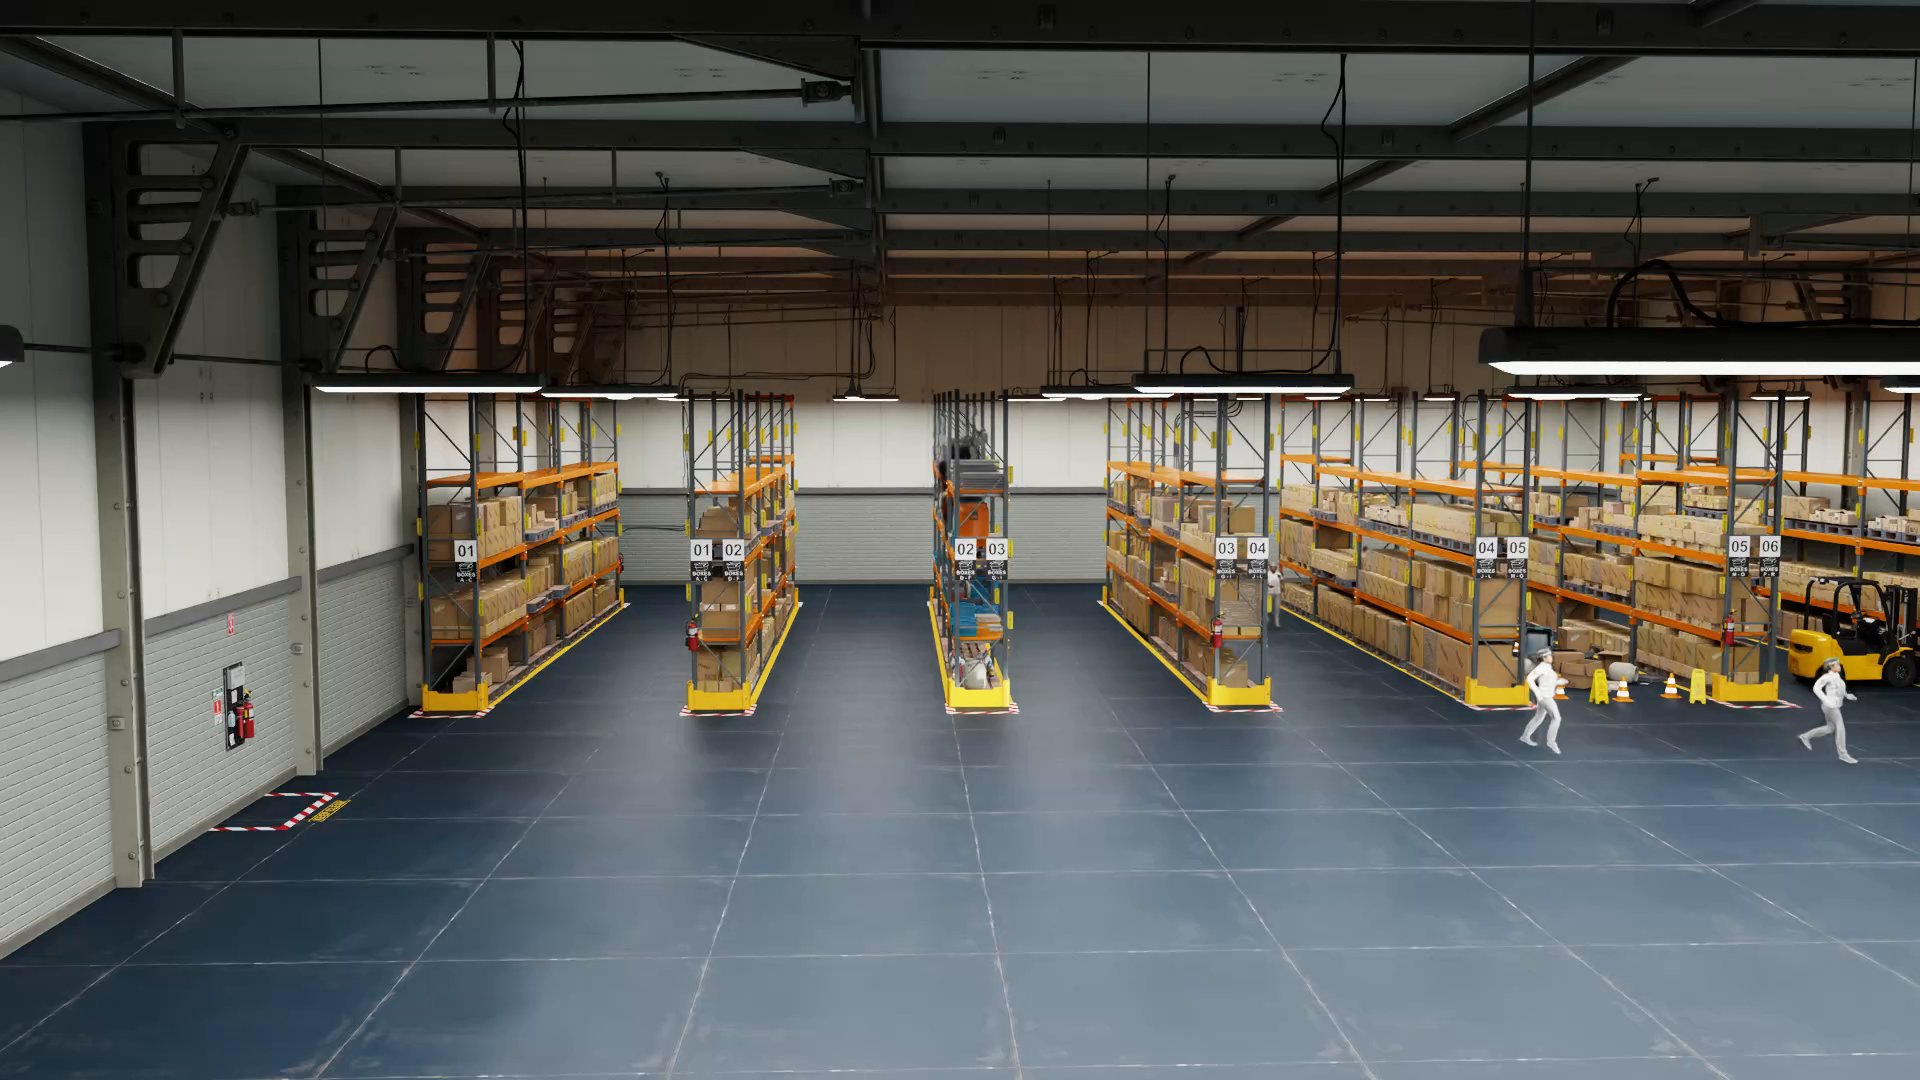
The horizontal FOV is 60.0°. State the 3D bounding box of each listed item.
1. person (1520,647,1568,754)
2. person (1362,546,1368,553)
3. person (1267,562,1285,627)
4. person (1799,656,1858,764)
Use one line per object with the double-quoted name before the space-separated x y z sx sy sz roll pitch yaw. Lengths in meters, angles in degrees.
"person" 9.657 2.639 27.473 0.734 1.752 0.578 2 5 25
"person" 11.375 1.057 46.640 0.634 1.789 0.893 -1 5 -16
"person" 8.061 1.372 42.706 0.583 1.639 1.044 0 5 0
"person" 14.006 2.703 26.786 0.893 1.702 0.618 4 6 41
